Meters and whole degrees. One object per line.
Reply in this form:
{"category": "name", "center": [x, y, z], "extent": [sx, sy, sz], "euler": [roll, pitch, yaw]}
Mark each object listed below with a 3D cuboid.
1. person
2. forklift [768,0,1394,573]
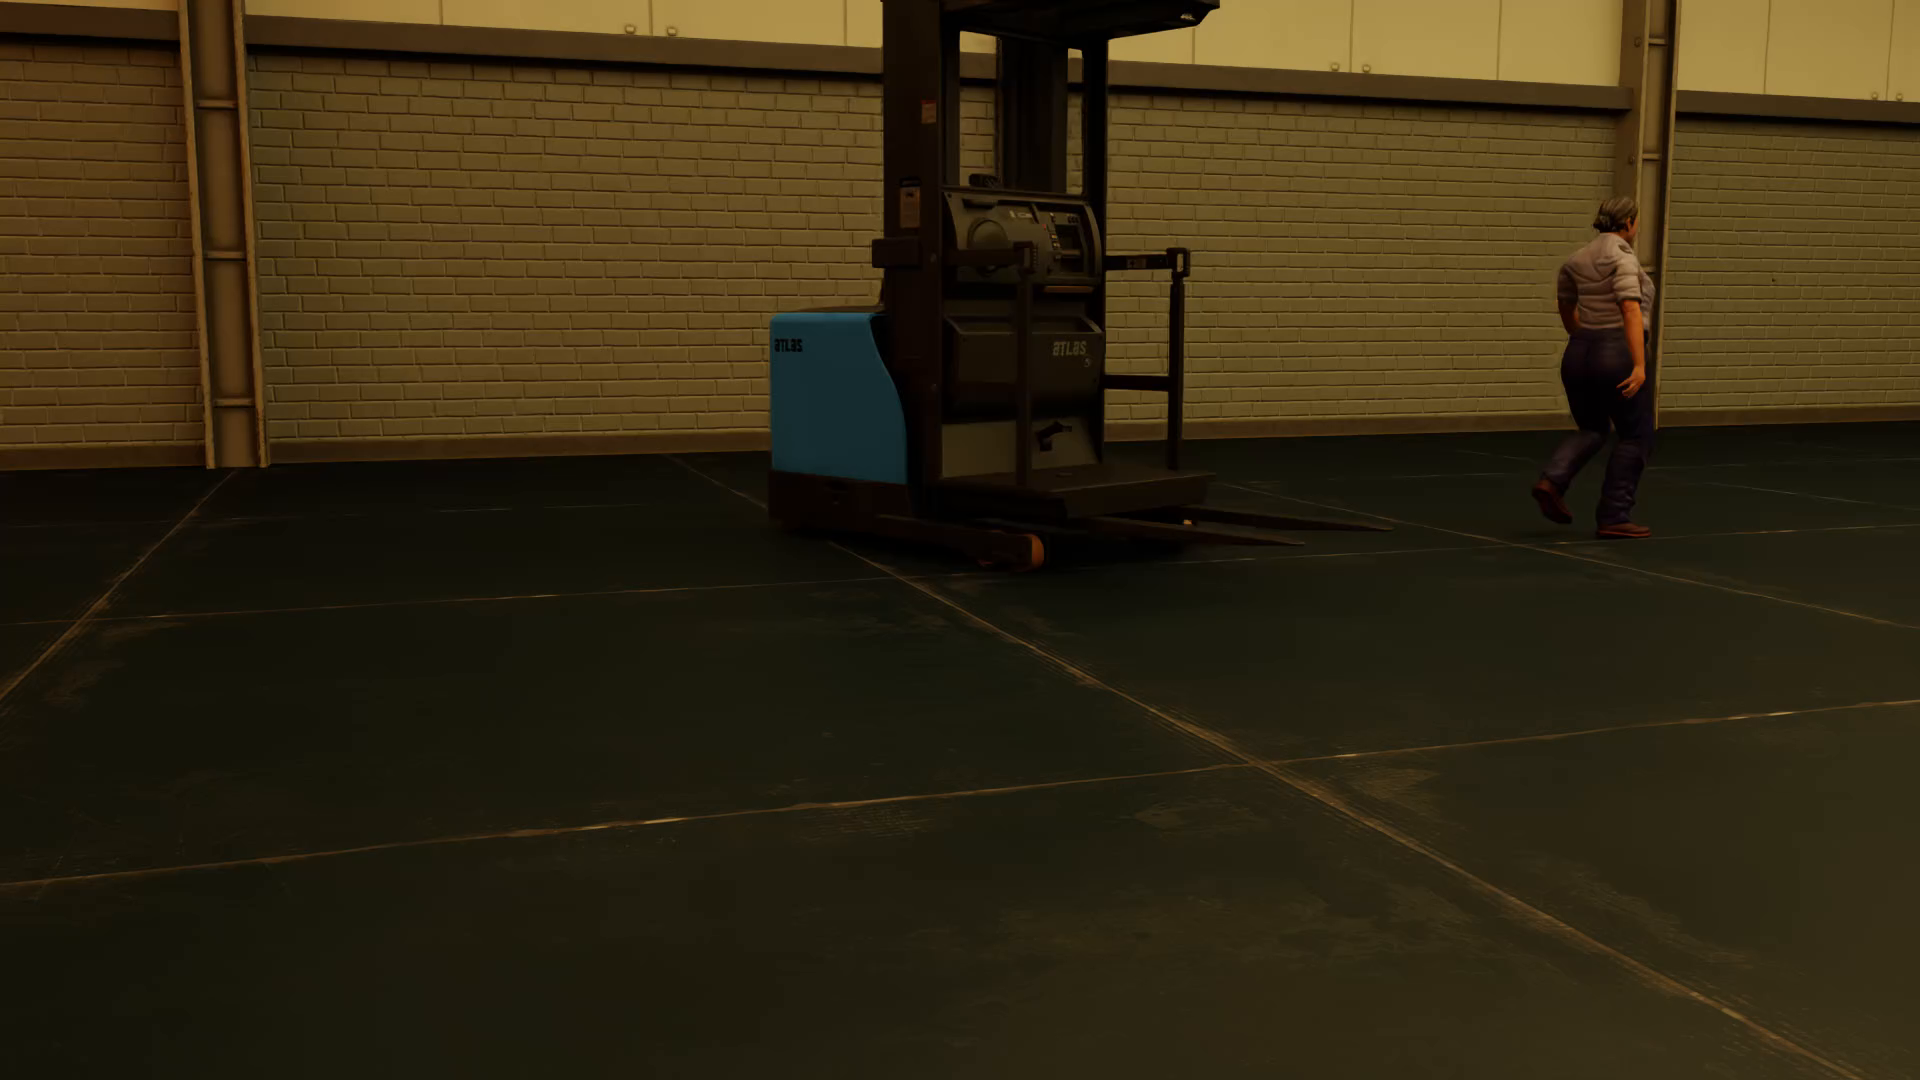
{"category": "person", "center": [3.077, -0.825, 7.970], "extent": [0.508, 1.632, 0.689], "euler": [-3, 8, -24]}
{"category": "forklift", "center": [0.438, -1.394, 7.296], "extent": [1.130, 2.935, 3.031], "euler": [-7, 11, -43]}
